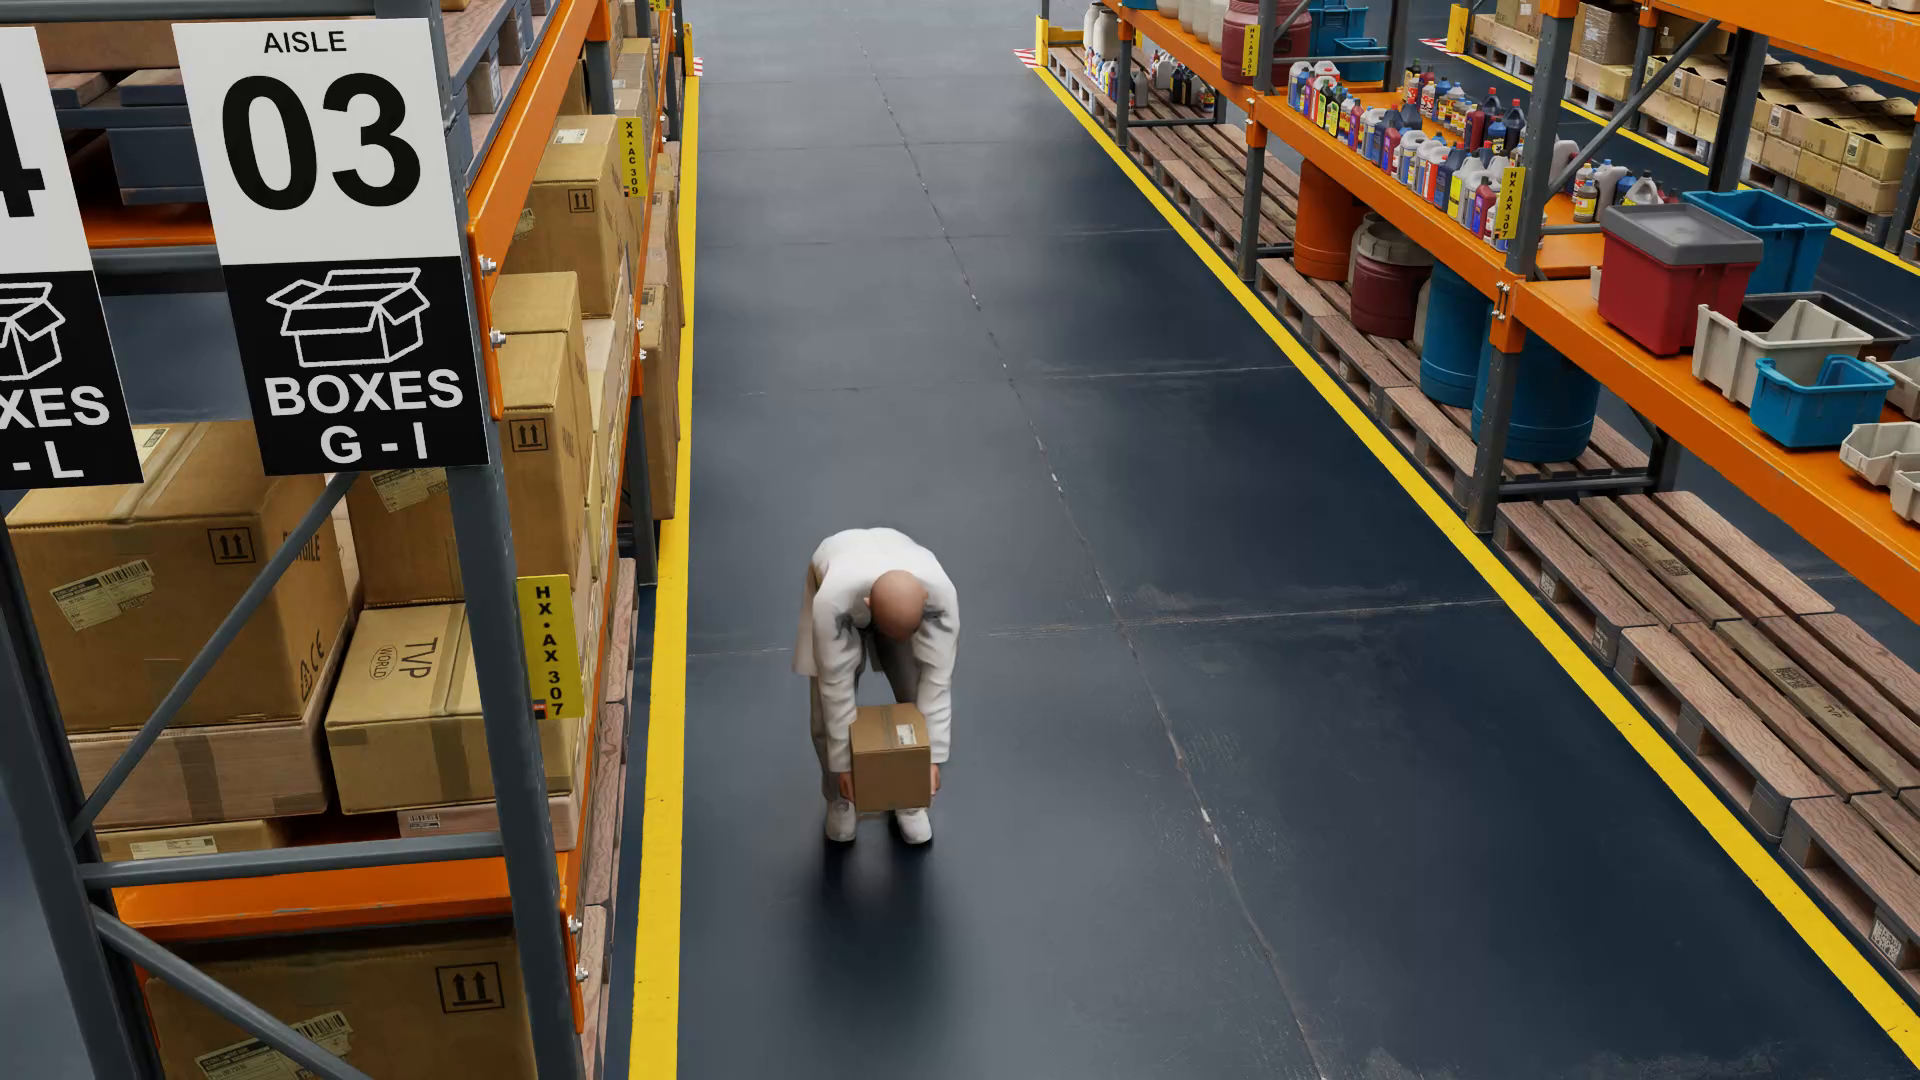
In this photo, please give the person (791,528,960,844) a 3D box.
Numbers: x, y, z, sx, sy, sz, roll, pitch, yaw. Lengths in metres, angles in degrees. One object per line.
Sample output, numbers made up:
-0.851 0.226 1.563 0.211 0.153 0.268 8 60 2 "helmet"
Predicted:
-0.276 0.531 5.659 0.562 1.258 0.909 -5 27 -9 "person"
